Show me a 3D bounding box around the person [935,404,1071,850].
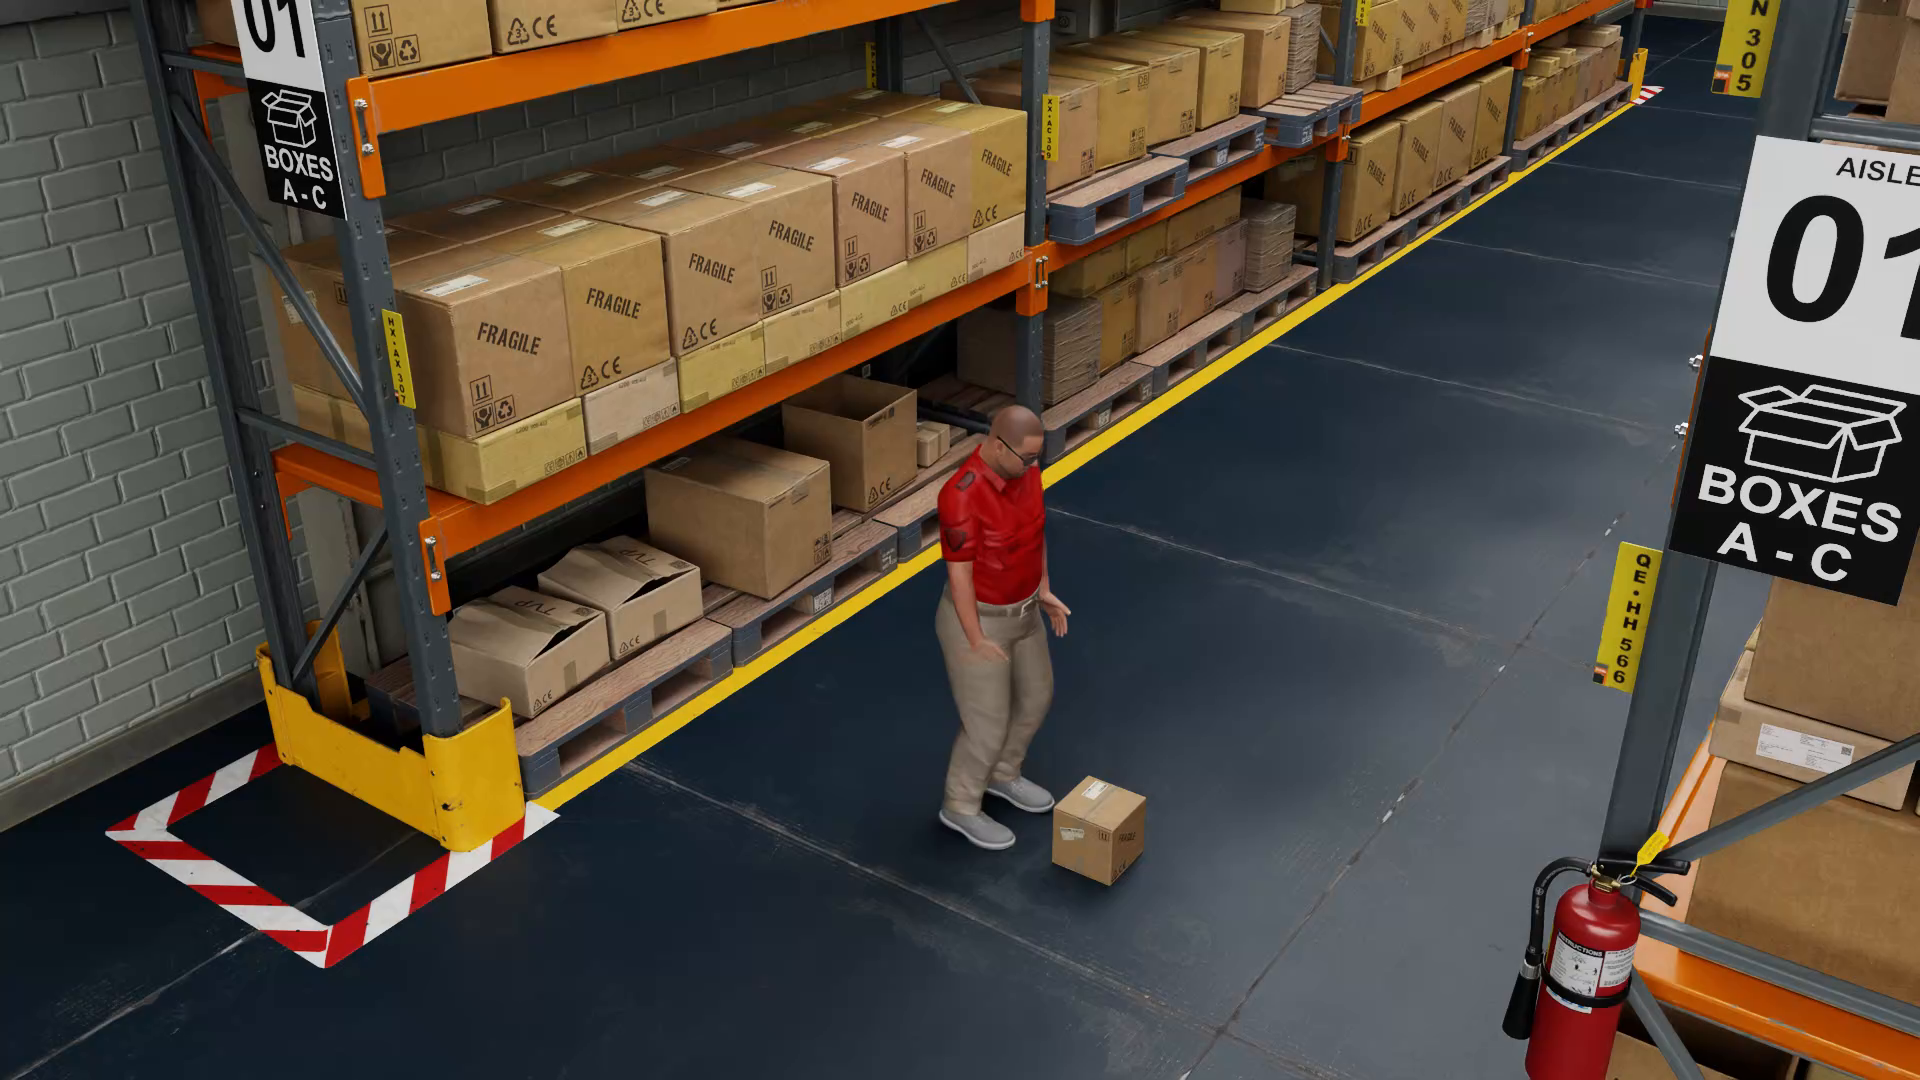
[{"bbox_3d":[0.156,0.296,6.089,0.347,1.705,0.544,18,32,32],"label":"person"}]
